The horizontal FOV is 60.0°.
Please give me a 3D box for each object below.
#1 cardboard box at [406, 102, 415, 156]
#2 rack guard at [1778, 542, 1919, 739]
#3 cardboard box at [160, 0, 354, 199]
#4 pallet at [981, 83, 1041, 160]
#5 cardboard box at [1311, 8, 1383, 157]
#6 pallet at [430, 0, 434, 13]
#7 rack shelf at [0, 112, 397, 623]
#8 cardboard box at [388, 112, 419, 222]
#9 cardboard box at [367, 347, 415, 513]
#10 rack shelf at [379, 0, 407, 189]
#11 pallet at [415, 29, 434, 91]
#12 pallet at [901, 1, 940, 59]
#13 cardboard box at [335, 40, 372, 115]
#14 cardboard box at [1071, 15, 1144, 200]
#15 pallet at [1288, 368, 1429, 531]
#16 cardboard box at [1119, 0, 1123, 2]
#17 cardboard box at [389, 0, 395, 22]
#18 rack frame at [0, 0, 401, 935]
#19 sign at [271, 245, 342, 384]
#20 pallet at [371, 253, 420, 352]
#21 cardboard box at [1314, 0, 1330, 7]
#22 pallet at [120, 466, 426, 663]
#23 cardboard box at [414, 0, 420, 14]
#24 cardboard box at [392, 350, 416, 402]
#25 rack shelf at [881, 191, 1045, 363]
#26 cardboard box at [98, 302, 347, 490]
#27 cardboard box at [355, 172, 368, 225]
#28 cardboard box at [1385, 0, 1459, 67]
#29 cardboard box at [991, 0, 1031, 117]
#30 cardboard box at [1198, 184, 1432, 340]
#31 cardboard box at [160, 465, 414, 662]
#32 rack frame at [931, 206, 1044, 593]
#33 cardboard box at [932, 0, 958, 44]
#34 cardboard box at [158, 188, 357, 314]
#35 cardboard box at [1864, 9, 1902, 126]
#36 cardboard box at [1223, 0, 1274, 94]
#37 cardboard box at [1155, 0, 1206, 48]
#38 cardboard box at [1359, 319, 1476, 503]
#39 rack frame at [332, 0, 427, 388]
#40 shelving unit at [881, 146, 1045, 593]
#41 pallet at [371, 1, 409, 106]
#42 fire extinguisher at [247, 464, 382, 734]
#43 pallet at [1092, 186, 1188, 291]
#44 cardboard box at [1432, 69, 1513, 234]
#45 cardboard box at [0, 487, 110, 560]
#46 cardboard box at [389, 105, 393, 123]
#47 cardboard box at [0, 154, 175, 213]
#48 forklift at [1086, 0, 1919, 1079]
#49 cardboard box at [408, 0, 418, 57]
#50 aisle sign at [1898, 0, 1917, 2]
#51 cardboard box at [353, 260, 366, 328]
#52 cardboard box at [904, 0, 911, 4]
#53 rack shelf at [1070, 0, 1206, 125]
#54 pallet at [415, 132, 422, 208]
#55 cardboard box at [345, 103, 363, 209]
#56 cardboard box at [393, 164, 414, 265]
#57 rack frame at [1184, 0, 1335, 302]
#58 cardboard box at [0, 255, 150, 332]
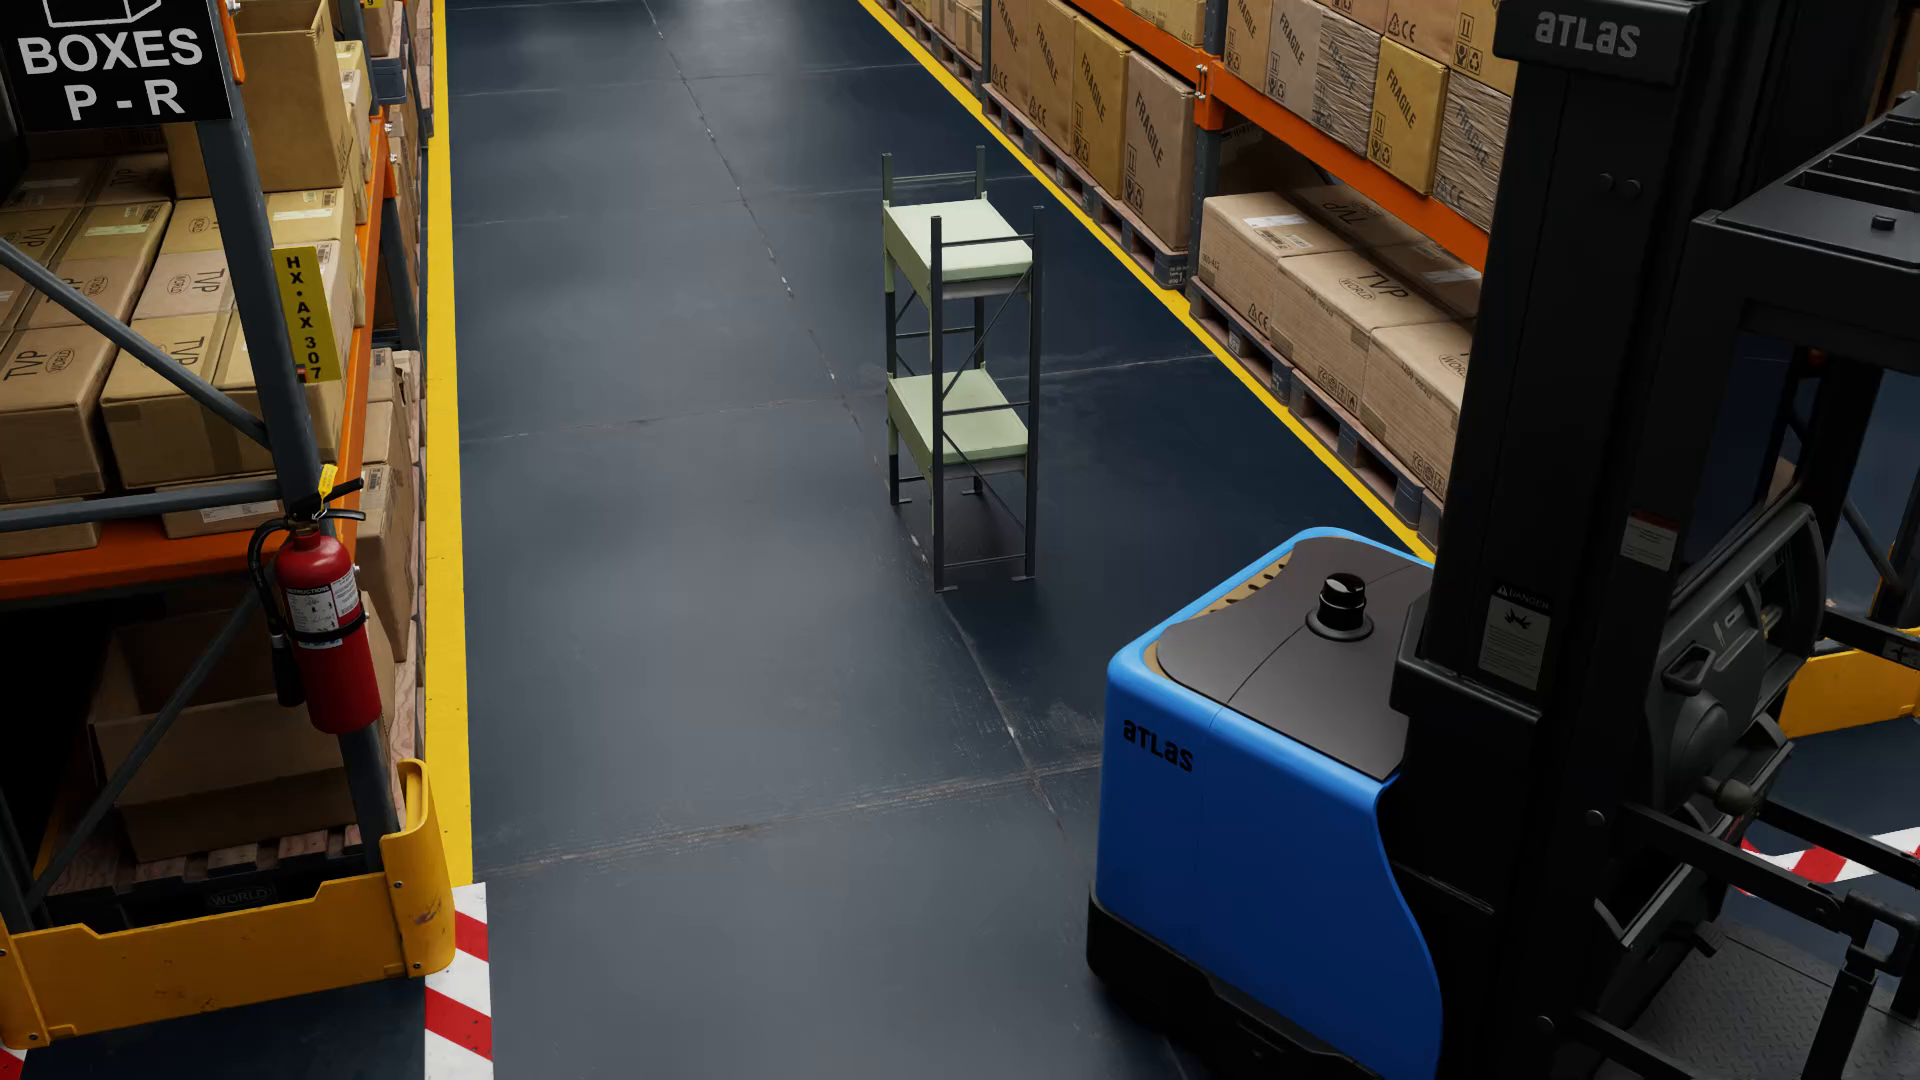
[{"bbox_3d":[-3.687,-2.606,10.334,0.500,0.500,0.500,-8,31,-14],"label":"cardboard box"},{"bbox_3d":[2.785,0.371,5.611,1.175,0.500,0.348,-8,31,-13],"label":"rack guard"},{"bbox_3d":[-2.265,-1.429,5.328,0.500,0.500,0.500,-7,31,-12],"label":"cardboard box"},{"bbox_3d":[0.792,-2.989,11.703,1.003,0.211,1.213,-8,31,-13],"label":"pallet"},{"bbox_3d":[1.845,-1.952,7.028,0.500,0.500,0.500,-8,31,-13],"label":"cardboard box"},{"bbox_3d":[-5.362,-5.040,15.246,1.003,0.211,1.213,-8,31,-13],"label":"pallet"},{"bbox_3d":[-2.537,-0.716,5.710,1.077,0.370,4.000,-8,31,-13],"label":"rack shelf"},{"bbox_3d":[-3.390,-2.105,9.469,0.500,0.500,0.500,-9,31,-15],"label":"cardboard box"},{"bbox_3d":[-2.542,-0.388,6.503,0.700,0.500,0.500,-9,31,-15],"label":"cardboard box"},{"bbox_3d":[-3.598,-2.648,9.048,1.077,0.370,4.000,-8,31,-13],"label":"rack shelf"},{"bbox_3d":[-4.630,-3.709,12.947,1.003,0.211,1.213,-8,31,-13],"label":"pallet"},{"bbox_3d":[0.129,-4.345,14.047,1.003,0.211,1.213,-8,31,-13],"label":"pallet"},{"bbox_3d":[-2.697,-1.843,6.793,0.500,0.250,0.500,-7,31,-12],"label":"cardboard box"},{"bbox_3d":[1.228,-2.641,10.020,0.875,0.875,0.875,-7,31,-12],"label":"cardboard box"},{"bbox_3d":[2.171,-0.480,7.368,1.003,0.211,1.213,-8,31,-13],"label":"pallet"},{"bbox_3d":[1.105,-3.265,9.547,0.500,0.250,0.500,-9,31,-15],"label":"cardboard box"},{"bbox_3d":[-3.118,-2.731,7.956,0.700,0.500,0.500,-8,31,-13],"label":"cardboard box"},{"bbox_3d":[-2.006,-0.061,3.861,1.000,3.000,0.127,-8,31,-13],"label":"rack frame"},{"bbox_3d":[-1.483,-0.508,3.769,0.100,0.325,0.005,-8,31,-13],"label":"sign"},{"bbox_3d":[-3.320,-1.174,8.567,1.003,0.211,1.213,-8,31,-13],"label":"pallet"},{"bbox_3d":[1.738,-2.624,7.191,0.500,0.500,0.500,-8,31,-14],"label":"cardboard box"},{"bbox_3d":[-2.559,0.136,6.304,1.003,0.211,1.213,-8,31,-13],"label":"pallet"},{"bbox_3d":[-5.042,-4.760,13.931,0.875,0.625,0.625,-6,31,-11],"label":"cardboard box"},{"bbox_3d":[-2.637,-0.711,7.410,0.380,0.149,0.250,-9,31,-15],"label":"cardboard box"},{"bbox_3d":[-0.002,-0.990,6.184,0.431,0.370,0.720,-8,31,-13],"label":"rack shelf"},{"bbox_3d":[-1.867,-0.380,4.265,0.500,0.250,0.500,-8,31,-13],"label":"cardboard box"},{"bbox_3d":[-2.419,-1.269,6.198,0.380,0.149,0.250,-8,31,-14],"label":"cardboard box"},{"bbox_3d":[1.994,-2.131,6.339,0.500,0.500,0.500,-8,31,-14],"label":"cardboard box"},{"bbox_3d":[0.759,-3.504,11.511,0.875,0.875,0.875,-8,31,-14],"label":"cardboard box"},{"bbox_3d":[1.780,-1.410,8.330,0.875,0.438,0.875,-8,31,-14],"label":"cardboard box"},{"bbox_3d":[-2.266,0.113,5.636,0.700,0.500,0.500,-7,31,-11],"label":"cardboard box"},{"bbox_3d":[0.095,-0.476,6.074,0.400,1.500,0.023,-8,31,-13],"label":"rack frame"},{"bbox_3d":[0.311,-4.261,13.321,0.950,0.372,0.625,-8,31,-14],"label":"cardboard box"},{"bbox_3d":[-2.138,-0.868,5.107,0.500,0.250,0.500,-8,31,-14],"label":"cardboard box"},{"bbox_3d":[2.421,-1.400,5.076,0.500,0.500,0.500,-7,31,-12],"label":"cardboard box"},{"bbox_3d":[1.589,-2.436,7.865,0.500,0.500,0.500,-7,31,-12],"label":"cardboard box"},{"bbox_3d":[1.355,-2.773,8.696,0.500,0.250,0.500,-9,31,-14],"label":"cardboard box"},{"bbox_3d":[2.256,-0.542,6.831,0.875,0.438,0.875,-7,31,-12],"label":"cardboard box"},{"bbox_3d":[-3.068,-1.993,7.199,1.000,3.000,0.127,-8,31,-13],"label":"rack frame"},{"bbox_3d":[-0.002,-0.652,6.380,0.431,1.500,0.755,-8,31,-13],"label":"shelving unit"},{"bbox_3d":[-3.174,-2.310,7.939,1.003,0.211,1.213,-8,31,-13],"label":"pallet"},{"bbox_3d":[-1.521,0.143,3.957,0.296,0.674,0.183,-8,31,-13],"label":"fire extinguisher"},{"bbox_3d":[1.440,-1.810,9.667,1.003,0.211,1.213,-8,31,-13],"label":"pallet"},{"bbox_3d":[2.131,-1.455,6.170,0.500,0.500,0.500,-7,31,-12],"label":"cardboard box"},{"bbox_3d":[-2.353,-0.077,4.139,0.380,0.149,0.250,-8,31,-14],"label":"cardboard box"},{"bbox_3d":[-3.429,-2.456,9.428,0.380,0.149,0.250,-9,31,-16],"label":"cardboard box"},{"bbox_3d":[-2.785,-1.053,5.428,0.500,0.250,0.500,-8,31,-13],"label":"cardboard box"},{"bbox_3d":[1.769,0.281,3.339,3.031,2.935,1.130,25,38,36],"label":"forklift"},{"bbox_3d":[-4.642,-4.022,12.655,0.875,0.625,0.625,-9,31,-15],"label":"cardboard box"},{"bbox_3d":[2.499,-1.772,4.222,0.394,0.787,0.004,-8,31,-13],"label":"aisle sign"},{"bbox_3d":[-2.123,-0.776,5.348,0.380,0.149,0.250,-9,31,-15],"label":"cardboard box"},{"bbox_3d":[-0.071,-4.963,14.534,0.950,0.372,0.625,-6,31,-10],"label":"cardboard box"},{"bbox_3d":[1.186,-3.309,10.191,1.077,0.370,4.000,-8,31,-13],"label":"rack shelf"},{"bbox_3d":[-3.968,-2.352,10.603,1.003,0.211,1.213,-8,31,-13],"label":"pallet"},{"bbox_3d":[-2.430,-1.361,5.959,0.500,0.250,0.500,-8,31,-14],"label":"cardboard box"},{"bbox_3d":[-3.130,-1.612,8.617,0.500,0.500,0.500,-8,31,-14],"label":"cardboard box"},{"bbox_3d":[1.717,-2.655,8.342,1.000,3.000,0.127,-8,31,-13],"label":"rack frame"},{"bbox_3d":[-2.520,-0.561,4.578,0.500,0.250,0.500,-8,31,-13],"label":"cardboard box"}]
